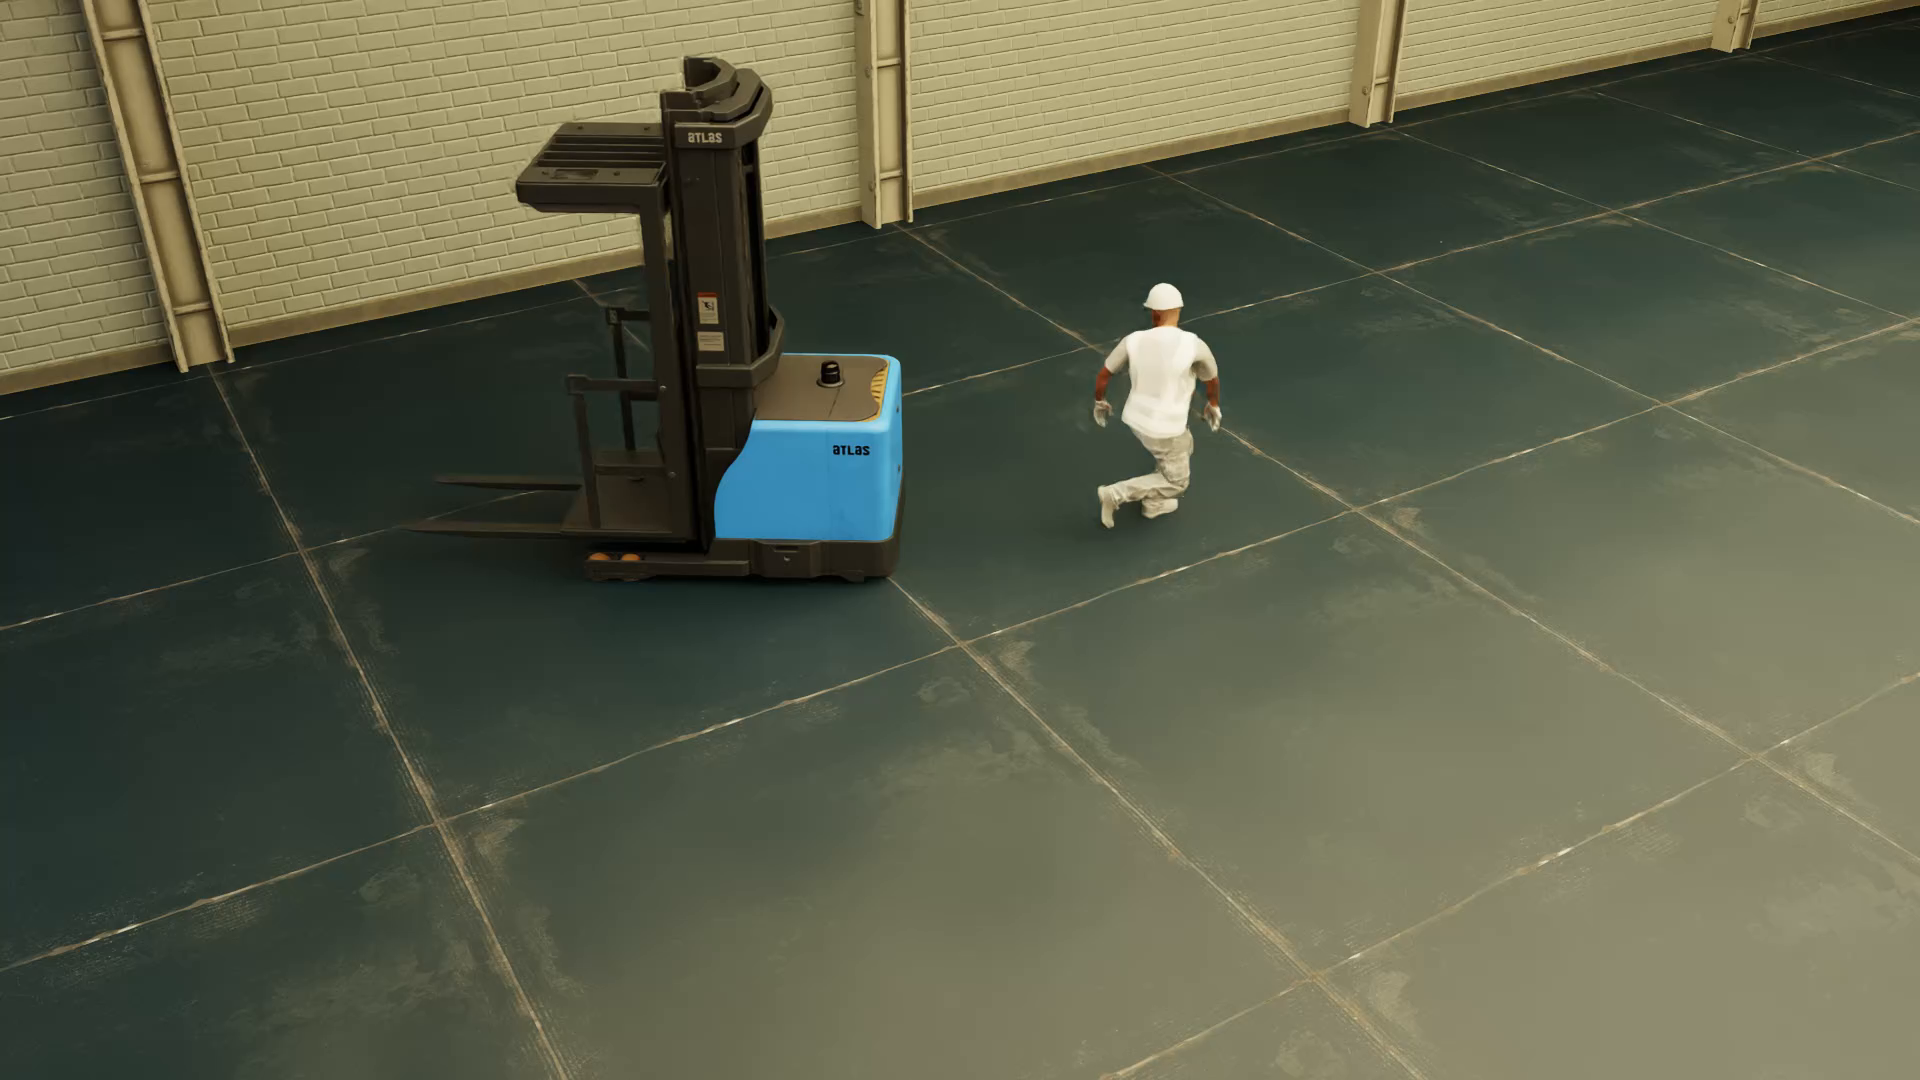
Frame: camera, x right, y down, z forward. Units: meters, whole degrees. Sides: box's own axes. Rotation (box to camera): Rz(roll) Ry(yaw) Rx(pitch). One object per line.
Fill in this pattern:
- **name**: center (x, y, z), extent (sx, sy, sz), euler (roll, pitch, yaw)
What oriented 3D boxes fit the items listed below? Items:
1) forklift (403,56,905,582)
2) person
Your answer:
- **forklift**: center (-1.886, -1.275, 9.776), extent (3.031, 2.935, 1.130), euler (1, 31, 2)
- **person**: center (1.182, -0.822, 10.391), extent (0.827, 1.550, 0.679), euler (-20, 36, -30)
